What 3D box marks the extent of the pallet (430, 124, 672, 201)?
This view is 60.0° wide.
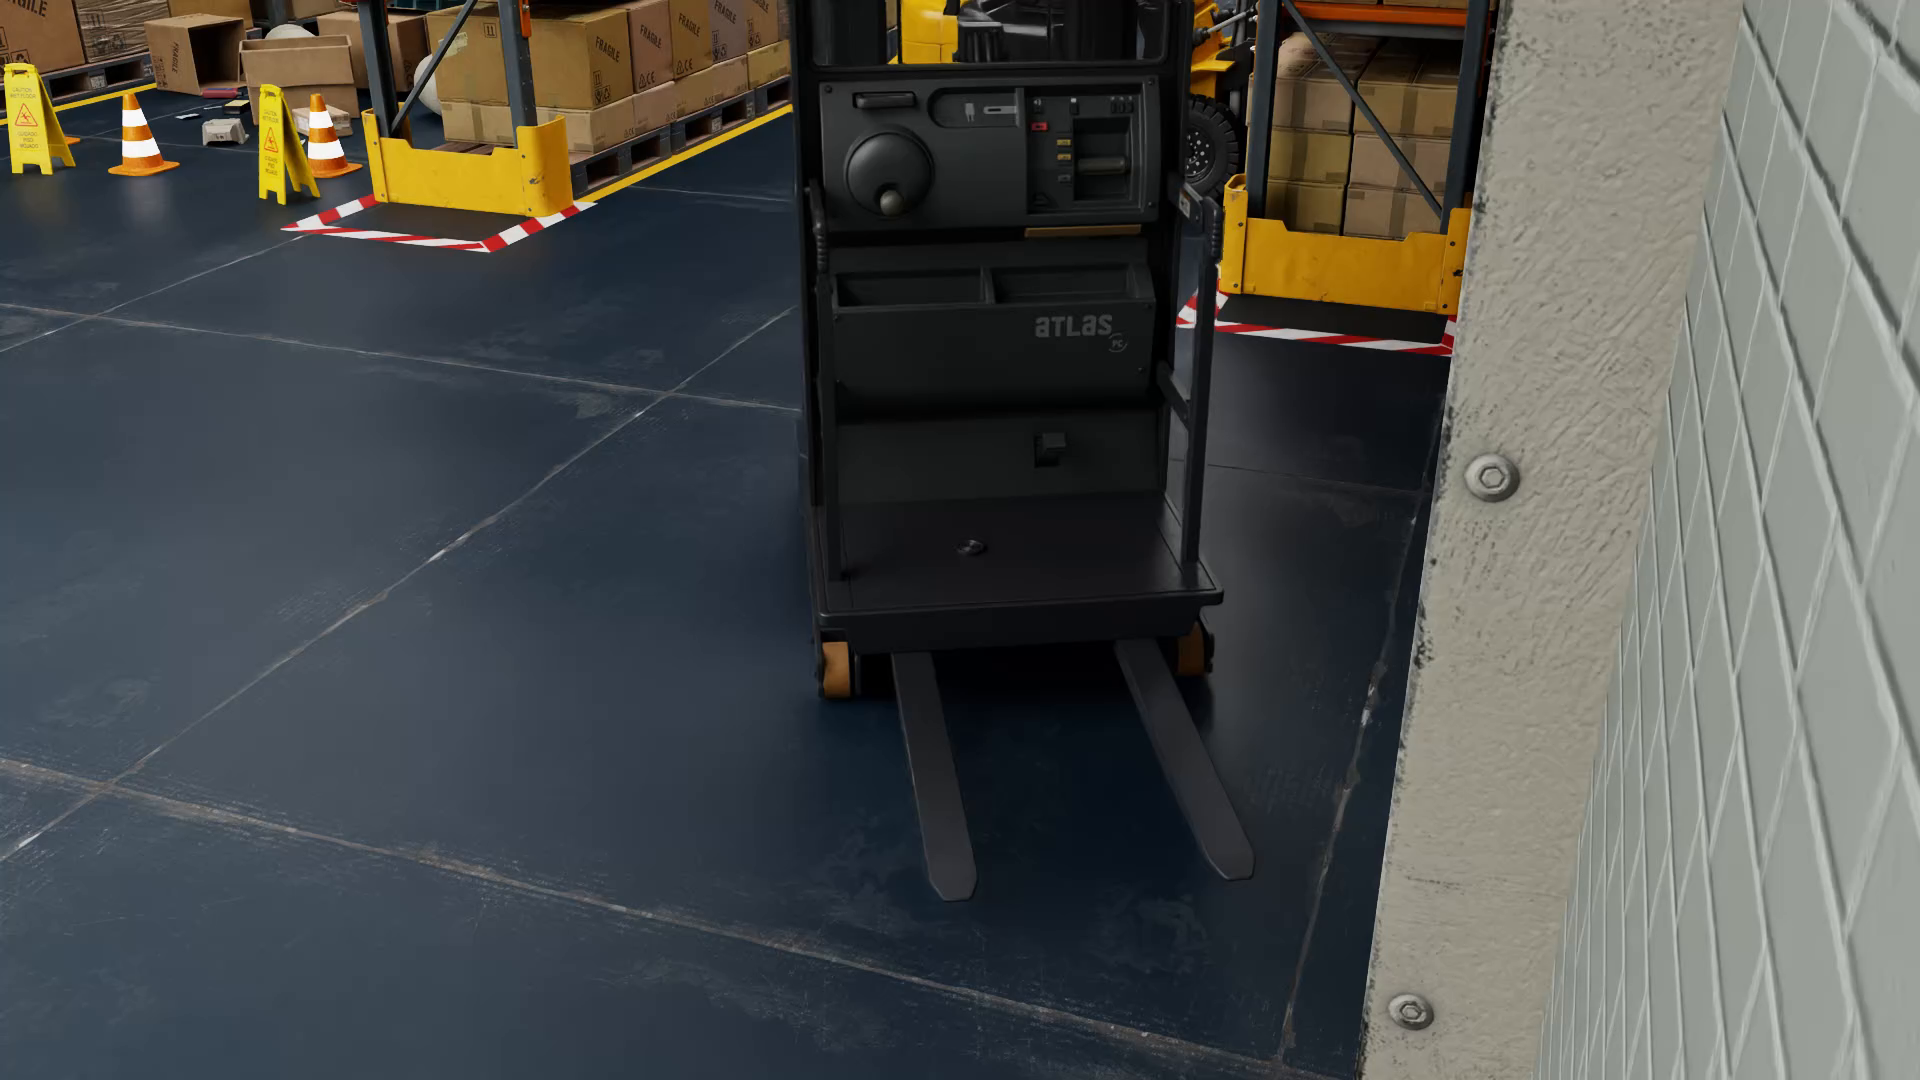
[{"bbox_3d":[-2.501,-2.373,10.225,1.003,0.211,1.213,9,27,17],"label":"pallet"}]

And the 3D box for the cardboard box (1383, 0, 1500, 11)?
[{"bbox_3d":[2.279,-2.758,7.706,0.500,0.500,0.500,10,27,19],"label":"cardboard box"}]

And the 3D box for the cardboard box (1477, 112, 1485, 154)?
[{"bbox_3d":[2.877,-2.502,9.965,0.500,0.250,0.500,9,27,18],"label":"cardboard box"}]

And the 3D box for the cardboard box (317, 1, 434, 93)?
[{"bbox_3d":[-4.329,-3.680,12.434,0.797,0.637,0.503,9,27,17],"label":"cardboard box"}]

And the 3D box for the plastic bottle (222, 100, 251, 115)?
[{"bbox_3d":[-5.165,-3.106,11.911,0.133,0.061,0.283,0,26,-1],"label":"plastic bottle"}]

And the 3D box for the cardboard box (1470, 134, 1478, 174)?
[{"bbox_3d":[2.552,-2.088,9.111,0.500,0.250,0.500,8,27,17],"label":"cardboard box"}]

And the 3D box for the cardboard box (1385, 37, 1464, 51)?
[{"bbox_3d":[2.530,-2.531,8.878,0.500,0.250,0.500,9,27,17],"label":"cardboard box"}]

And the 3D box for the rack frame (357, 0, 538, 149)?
[{"bbox_3d":[-2.830,-3.268,8.874,1.000,3.000,0.127,9,27,17],"label":"rack frame"}]

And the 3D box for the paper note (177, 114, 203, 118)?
[{"bbox_3d":[-5.422,-2.988,11.705,0.144,0.017,0.142,20,32,35],"label":"paper note"}]

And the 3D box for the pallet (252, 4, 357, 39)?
[{"bbox_3d":[-6.015,-4.661,14.951,1.003,0.211,1.213,9,27,17],"label":"pallet"}]

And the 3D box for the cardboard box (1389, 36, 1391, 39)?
[{"bbox_3d":[2.210,-2.812,9.459,0.500,0.250,0.500,8,27,16],"label":"cardboard box"}]

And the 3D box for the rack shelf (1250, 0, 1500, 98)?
[{"bbox_3d":[2.518,-3.048,9.245,1.077,0.370,4.000,9,27,17],"label":"rack shelf"}]

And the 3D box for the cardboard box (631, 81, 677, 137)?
[{"bbox_3d":[-2.124,-2.720,10.415,0.500,0.250,0.500,10,27,19],"label":"cardboard box"}]

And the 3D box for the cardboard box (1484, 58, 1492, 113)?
[{"bbox_3d":[2.889,-2.719,9.839,0.500,0.250,0.500,9,27,17],"label":"cardboard box"}]

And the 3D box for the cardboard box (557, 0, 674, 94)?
[{"bbox_3d":[-2.123,-3.074,10.286,0.500,0.500,0.500,8,27,16],"label":"cardboard box"}]

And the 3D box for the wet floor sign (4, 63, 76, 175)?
[{"bbox_3d":[-5.674,-2.586,10.166,0.267,0.644,0.232,4,26,8],"label":"wet floor sign"}]

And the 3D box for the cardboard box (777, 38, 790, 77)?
[{"bbox_3d":[-1.442,-3.581,12.195,0.500,0.250,0.500,10,28,20],"label":"cardboard box"}]

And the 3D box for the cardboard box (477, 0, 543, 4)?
[{"bbox_3d":[-2.750,-3.377,10.167,0.380,0.149,0.250,10,27,19],"label":"cardboard box"}]

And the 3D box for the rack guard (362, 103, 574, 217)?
[{"bbox_3d":[-2.804,-2.174,9.483,1.175,0.500,0.348,9,27,17],"label":"rack guard"}]

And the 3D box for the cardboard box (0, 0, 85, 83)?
[{"bbox_3d":[-7.077,-3.827,11.985,0.875,0.875,0.875,8,27,17],"label":"cardboard box"}]

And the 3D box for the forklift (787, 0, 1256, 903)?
[{"bbox_3d":[0.116,-1.034,4.338,1.130,2.935,3.031,-3,26,-6],"label":"forklift"}]

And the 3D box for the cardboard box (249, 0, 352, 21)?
[{"bbox_3d":[-6.078,-5.033,14.619,1.050,0.750,0.750,9,27,17],"label":"cardboard box"}]

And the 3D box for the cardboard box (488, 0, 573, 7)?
[{"bbox_3d":[-2.639,-3.139,10.421,0.500,0.500,0.500,10,28,19],"label":"cardboard box"}]

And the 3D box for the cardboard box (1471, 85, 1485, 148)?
[{"bbox_3d":[2.544,-2.307,8.989,0.500,0.250,0.500,9,27,19],"label":"cardboard box"}]

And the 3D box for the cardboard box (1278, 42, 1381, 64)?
[{"bbox_3d":[1.876,-2.396,8.600,0.500,0.250,0.500,9,27,18],"label":"cardboard box"}]

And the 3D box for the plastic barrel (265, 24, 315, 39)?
[{"bbox_3d":[-5.131,-3.740,12.805,0.421,0.421,0.512,-14,29,-27],"label":"plastic barrel"}]

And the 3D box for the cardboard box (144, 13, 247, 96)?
[{"bbox_3d":[-5.749,-3.678,12.585,0.500,0.500,0.500,14,29,26],"label":"cardboard box"}]

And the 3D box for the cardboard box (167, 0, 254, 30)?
[{"bbox_3d":[-6.475,-4.573,13.525,0.875,0.875,0.875,9,27,18],"label":"cardboard box"}]

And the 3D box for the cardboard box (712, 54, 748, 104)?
[{"bbox_3d":[-1.783,-3.153,11.309,0.500,0.250,0.500,9,27,18],"label":"cardboard box"}]

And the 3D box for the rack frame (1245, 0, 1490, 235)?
[{"bbox_3d":[1.852,-2.550,7.391,1.000,3.000,0.127,9,27,17],"label":"rack frame"}]

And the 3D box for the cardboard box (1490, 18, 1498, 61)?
[{"bbox_3d":[2.867,-2.948,9.740,0.500,0.250,0.500,9,27,18],"label":"cardboard box"}]

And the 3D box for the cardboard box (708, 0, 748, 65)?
[{"bbox_3d":[-1.779,-3.500,11.165,0.500,0.500,0.500,10,28,20],"label":"cardboard box"}]

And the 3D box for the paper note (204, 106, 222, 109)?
[{"bbox_3d":[-5.391,-3.121,12.000,0.123,0.001,0.032,-20,33,-36],"label":"paper note"}]

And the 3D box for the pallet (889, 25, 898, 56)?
[{"bbox_3d":[-0.837,-4.480,14.577,1.003,0.211,1.213,9,27,17],"label":"pallet"}]

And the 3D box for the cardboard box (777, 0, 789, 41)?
[{"bbox_3d":[-1.442,-3.919,12.031,0.500,0.500,0.500,8,27,17],"label":"cardboard box"}]

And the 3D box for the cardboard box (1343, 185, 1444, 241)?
[{"bbox_3d":[2.200,-1.675,8.257,0.500,0.250,0.500,9,27,18],"label":"cardboard box"}]

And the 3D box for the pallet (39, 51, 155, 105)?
[{"bbox_3d":[-6.931,-3.529,12.613,1.003,0.211,1.213,9,27,17],"label":"pallet"}]

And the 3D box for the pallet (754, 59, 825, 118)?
[{"bbox_3d":[-1.689,-3.376,12.296,1.003,0.211,1.213,9,27,17],"label":"pallet"}]

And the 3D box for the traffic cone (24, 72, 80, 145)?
[{"bbox_3d":[-6.015,-2.815,10.849,0.336,0.463,0.334,9,27,17],"label":"traffic cone"}]

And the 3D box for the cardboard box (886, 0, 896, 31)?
[{"bbox_3d":[-1.090,-4.430,13.807,0.950,0.372,0.625,11,28,21],"label":"cardboard box"}]

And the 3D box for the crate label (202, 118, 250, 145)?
[{"bbox_3d":[-4.860,-2.697,10.979,0.250,0.136,0.298,-5,26,-9],"label":"crate label"}]

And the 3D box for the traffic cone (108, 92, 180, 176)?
[{"bbox_3d":[-5.063,-2.511,10.222,0.336,0.463,0.334,9,27,17],"label":"traffic cone"}]

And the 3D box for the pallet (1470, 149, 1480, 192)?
[{"bbox_3d":[2.475,-2.115,9.692,1.003,0.211,1.213,9,27,17],"label":"pallet"}]

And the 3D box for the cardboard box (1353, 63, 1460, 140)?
[{"bbox_3d":[2.191,-2.121,8.032,0.500,0.250,0.500,8,27,17],"label":"cardboard box"}]
